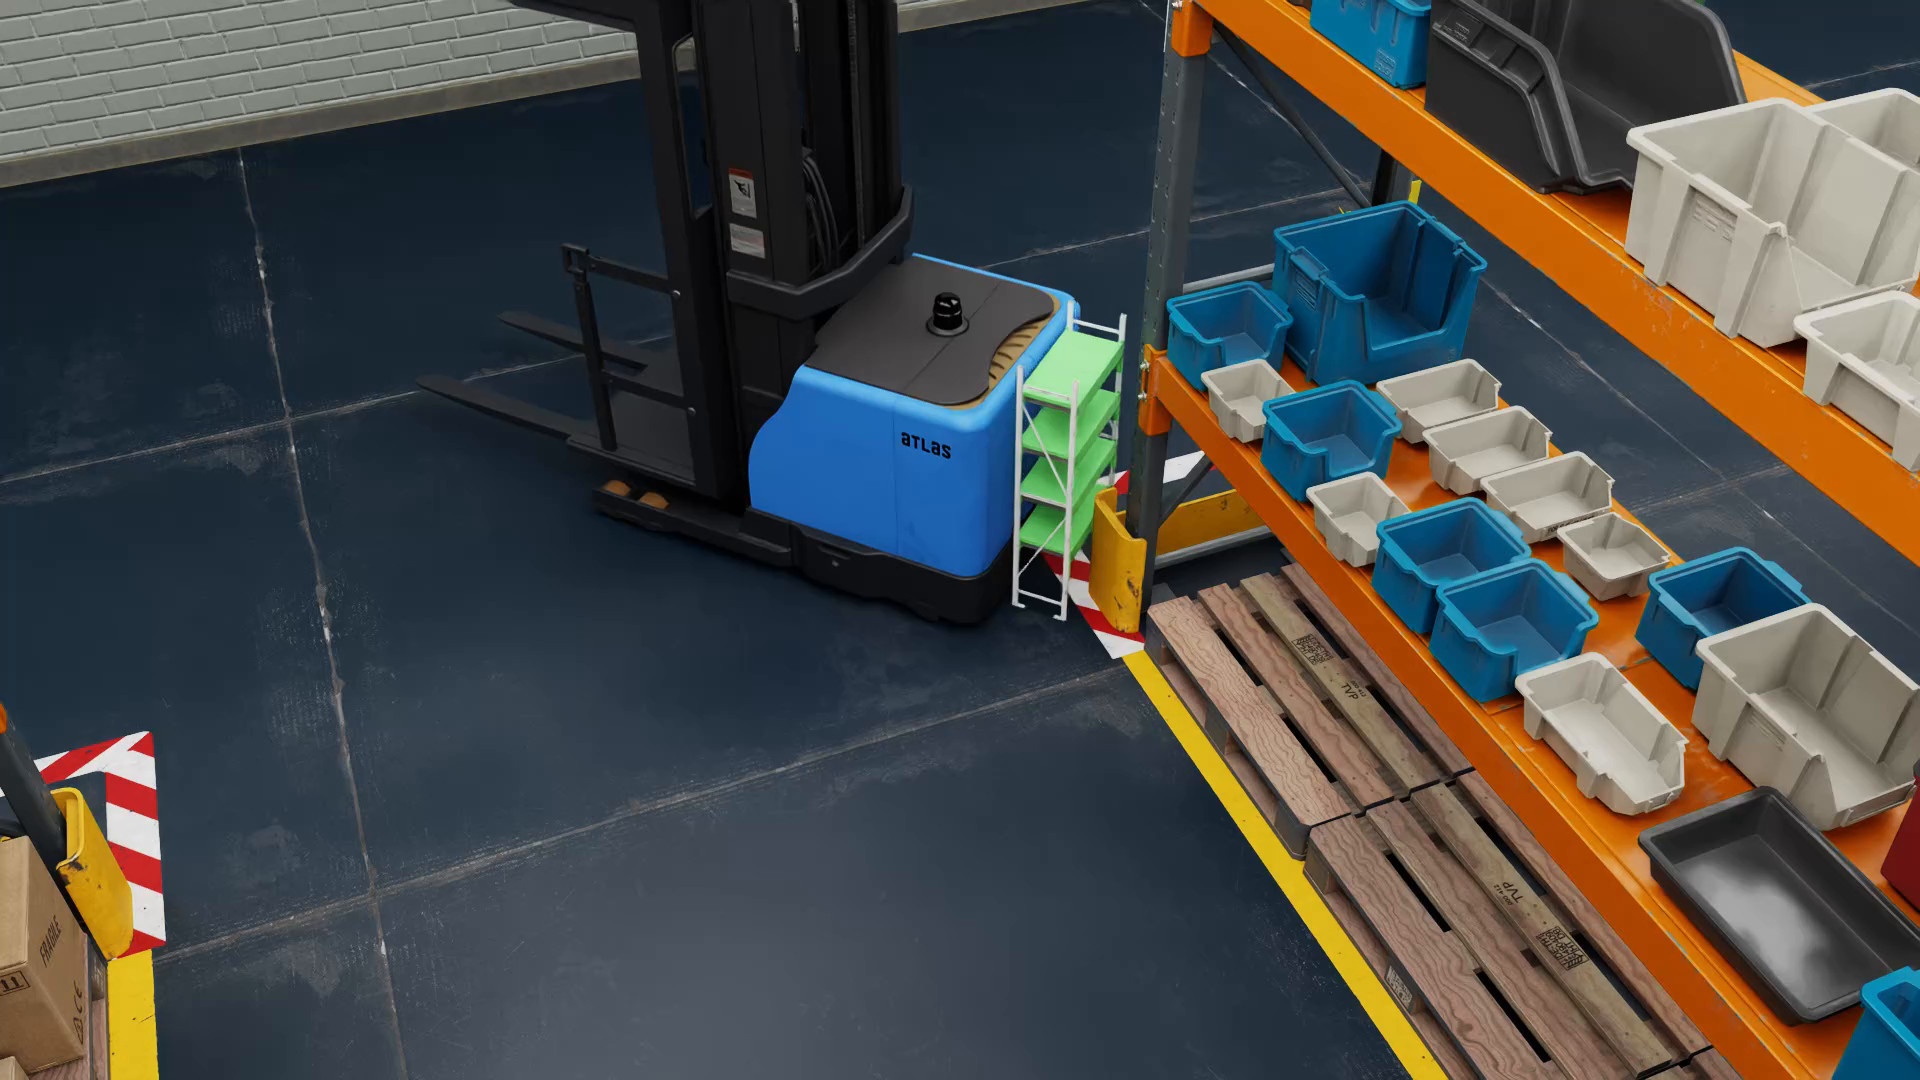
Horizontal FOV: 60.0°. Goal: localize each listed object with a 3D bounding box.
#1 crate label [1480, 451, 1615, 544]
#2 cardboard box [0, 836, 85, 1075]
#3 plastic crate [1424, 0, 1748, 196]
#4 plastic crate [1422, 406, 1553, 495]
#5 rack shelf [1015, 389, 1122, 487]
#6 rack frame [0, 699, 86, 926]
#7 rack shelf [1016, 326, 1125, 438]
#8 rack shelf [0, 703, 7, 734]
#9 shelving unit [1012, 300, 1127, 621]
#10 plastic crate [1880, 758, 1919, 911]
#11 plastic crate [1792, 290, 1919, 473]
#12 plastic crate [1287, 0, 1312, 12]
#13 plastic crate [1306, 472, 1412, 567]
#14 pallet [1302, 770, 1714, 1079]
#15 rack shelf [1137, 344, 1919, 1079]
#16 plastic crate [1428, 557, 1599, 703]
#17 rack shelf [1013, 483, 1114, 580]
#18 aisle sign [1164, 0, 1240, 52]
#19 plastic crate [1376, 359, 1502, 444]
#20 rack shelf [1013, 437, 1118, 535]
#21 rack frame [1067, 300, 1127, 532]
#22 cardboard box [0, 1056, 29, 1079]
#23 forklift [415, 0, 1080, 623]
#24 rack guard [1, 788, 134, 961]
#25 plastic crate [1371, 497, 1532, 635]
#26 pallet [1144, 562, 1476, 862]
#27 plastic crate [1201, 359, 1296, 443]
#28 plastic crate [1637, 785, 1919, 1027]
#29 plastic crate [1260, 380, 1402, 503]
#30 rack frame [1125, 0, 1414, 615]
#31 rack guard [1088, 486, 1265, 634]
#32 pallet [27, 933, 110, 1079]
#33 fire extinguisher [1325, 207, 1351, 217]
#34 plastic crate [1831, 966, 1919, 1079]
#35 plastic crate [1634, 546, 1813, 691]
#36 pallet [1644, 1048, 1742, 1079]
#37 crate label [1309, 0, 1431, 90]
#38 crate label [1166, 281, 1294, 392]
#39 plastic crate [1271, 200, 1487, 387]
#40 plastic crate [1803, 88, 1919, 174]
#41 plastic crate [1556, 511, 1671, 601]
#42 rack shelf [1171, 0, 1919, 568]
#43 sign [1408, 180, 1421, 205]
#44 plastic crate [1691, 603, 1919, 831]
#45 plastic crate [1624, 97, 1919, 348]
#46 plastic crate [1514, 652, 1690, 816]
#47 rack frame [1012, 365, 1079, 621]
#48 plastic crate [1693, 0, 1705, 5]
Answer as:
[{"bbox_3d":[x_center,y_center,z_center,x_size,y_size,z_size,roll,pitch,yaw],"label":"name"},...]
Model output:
[{"bbox_3d":[1.853,-0.115,5.240,0.396,0.136,0.243,-15,43,-17],"label":"crate label"},{"bbox_3d":[-2.995,1.302,5.015,0.500,0.500,0.500,-15,43,-17],"label":"cardboard box"},{"bbox_3d":[1.478,-1.103,3.980,0.504,0.338,0.767,-15,43,-17],"label":"plastic crate"},{"bbox_3d":[1.724,-0.277,5.428,0.396,0.136,0.243,-15,43,-17],"label":"plastic crate"},{"bbox_3d":[0.430,-0.434,6.563,0.258,0.148,0.480,17,44,19],"label":"rack shelf"},{"bbox_3d":[-3.430,0.255,4.653,1.000,3.000,0.127,-15,43,-17],"label":"rack frame"},{"bbox_3d":[0.428,-0.616,6.407,0.258,0.148,0.480,17,44,19],"label":"rack shelf"},{"bbox_3d":[-2.665,1.733,3.486,1.077,0.370,4.000,-15,43,-17],"label":"rack shelf"},{"bbox_3d":[0.431,-0.300,6.678,0.258,1.200,0.503,17,44,19],"label":"shelving unit"},{"bbox_3d":[2.568,0.784,3.943,0.402,0.464,0.583,-15,43,-17],"label":"plastic crate"},{"bbox_3d":[1.840,-0.277,3.174,0.293,0.136,0.466,-15,43,-17],"label":"plastic crate"},{"bbox_3d":[1.037,-1.765,4.801,0.497,0.269,0.590,-15,43,-17],"label":"plastic crate"},{"bbox_3d":[1.244,-0.048,5.161,0.250,0.136,0.298,-15,43,-17],"label":"plastic crate"},{"bbox_3d":[1.890,1.319,5.554,1.003,0.211,1.213,-15,43,-17],"label":"pallet"},{"bbox_3d":[1.913,0.499,4.921,1.077,0.370,4.000,-15,43,-17],"label":"rack shelf"},{"bbox_3d":[1.556,0.267,4.721,0.416,0.233,0.300,-15,43,-17],"label":"plastic crate"},{"bbox_3d":[0.432,-0.069,6.876,0.258,0.148,0.480,17,44,19],"label":"rack shelf"},{"bbox_3d":[0.845,-1.933,5.204,0.394,0.787,0.004,-15,43,-17],"label":"aisle sign"},{"bbox_3d":[1.627,-0.455,5.635,0.396,0.136,0.243,-15,43,-17],"label":"plastic crate"},{"bbox_3d":[0.431,-0.251,6.719,0.258,0.148,0.480,17,44,19],"label":"rack shelf"},{"bbox_3d":[0.535,-0.444,6.845,0.240,1.200,0.015,17,44,19],"label":"rack frame"},{"bbox_3d":[-2.923,1.695,4.814,0.380,0.166,0.250,-15,43,-17],"label":"cardboard box"},{"bbox_3d":[-1.048,-1.442,6.679,3.031,2.935,1.130,18,44,20],"label":"forklift"},{"bbox_3d":[-3.401,1.249,5.415,1.175,0.500,0.348,-15,43,-17],"label":"rack guard"},{"bbox_3d":[1.441,0.086,4.931,0.416,0.233,0.300,-15,43,-17],"label":"plastic crate"},{"bbox_3d":[1.427,0.585,6.407,1.003,0.211,1.213,-15,43,-17],"label":"pallet"},{"bbox_3d":[0.984,-0.456,5.636,0.250,0.136,0.298,-15,43,-17],"label":"plastic crate"},{"bbox_3d":[2.001,0.905,4.061,0.437,0.125,0.590,-15,43,-17],"label":"plastic crate"},{"bbox_3d":[1.190,-0.310,5.393,0.416,0.233,0.300,-15,43,-17],"label":"plastic crate"},{"bbox_3d":[1.147,-0.978,6.087,1.000,3.000,0.127,-15,43,-17],"label":"rack frame"},{"bbox_3d":[1.126,-0.042,6.915,1.175,0.500,0.348,-15,43,-17],"label":"rack guard"},{"bbox_3d":[-3.095,1.838,4.951,1.003,0.211,1.213,-15,43,-17],"label":"pallet"},{"bbox_3d":[1.510,-1.012,6.472,0.296,0.674,0.183,-15,43,-17],"label":"fire extinguisher"},{"bbox_3d":[2.184,1.218,3.499,0.392,0.384,0.575,-15,43,-17],"label":"plastic crate"},{"bbox_3d":[2.170,0.235,4.758,0.416,0.233,0.300,-15,43,-17],"label":"plastic crate"},{"bbox_3d":[2.361,2.055,4.698,1.003,0.211,1.213,-15,43,-17],"label":"pallet"},{"bbox_3d":[1.202,-1.423,4.418,0.408,0.251,0.502,-15,43,-17],"label":"crate label"},{"bbox_3d":[0.938,-0.707,5.854,0.416,0.233,0.303,-15,43,-17],"label":"crate label"},{"bbox_3d":[1.448,-0.860,5.876,0.616,0.435,0.499,-15,43,-17],"label":"plastic crate"},{"bbox_3d":[2.167,-0.833,3.820,0.437,0.136,0.530,-15,43,-17],"label":"plastic crate"},{"bbox_3d":[1.984,0.058,5.038,0.298,0.136,0.250,-15,43,-17],"label":"plastic crate"},{"bbox_3d":[1.913,-0.638,3.943,1.077,0.370,4.000,-15,43,-17],"label":"rack shelf"},{"bbox_3d":[1.649,-1.187,6.205,0.100,0.325,0.005,-15,43,-17],"label":"sign"},{"bbox_3d":[2.264,0.487,4.427,0.437,0.282,0.530,-15,43,-17],"label":"plastic crate"},{"bbox_3d":[1.710,-0.659,3.506,0.437,0.282,0.530,-15,43,-17],"label":"plastic crate"},{"bbox_3d":[1.734,0.534,4.484,0.293,0.136,0.466,-15,43,-17],"label":"plastic crate"},{"bbox_3d":[0.326,-0.156,6.511,0.240,1.200,0.015,17,44,19],"label":"rack frame"},{"bbox_3d":[1.789,-1.513,4.570,0.450,0.188,0.336,-15,43,-17],"label":"plastic crate"}]
